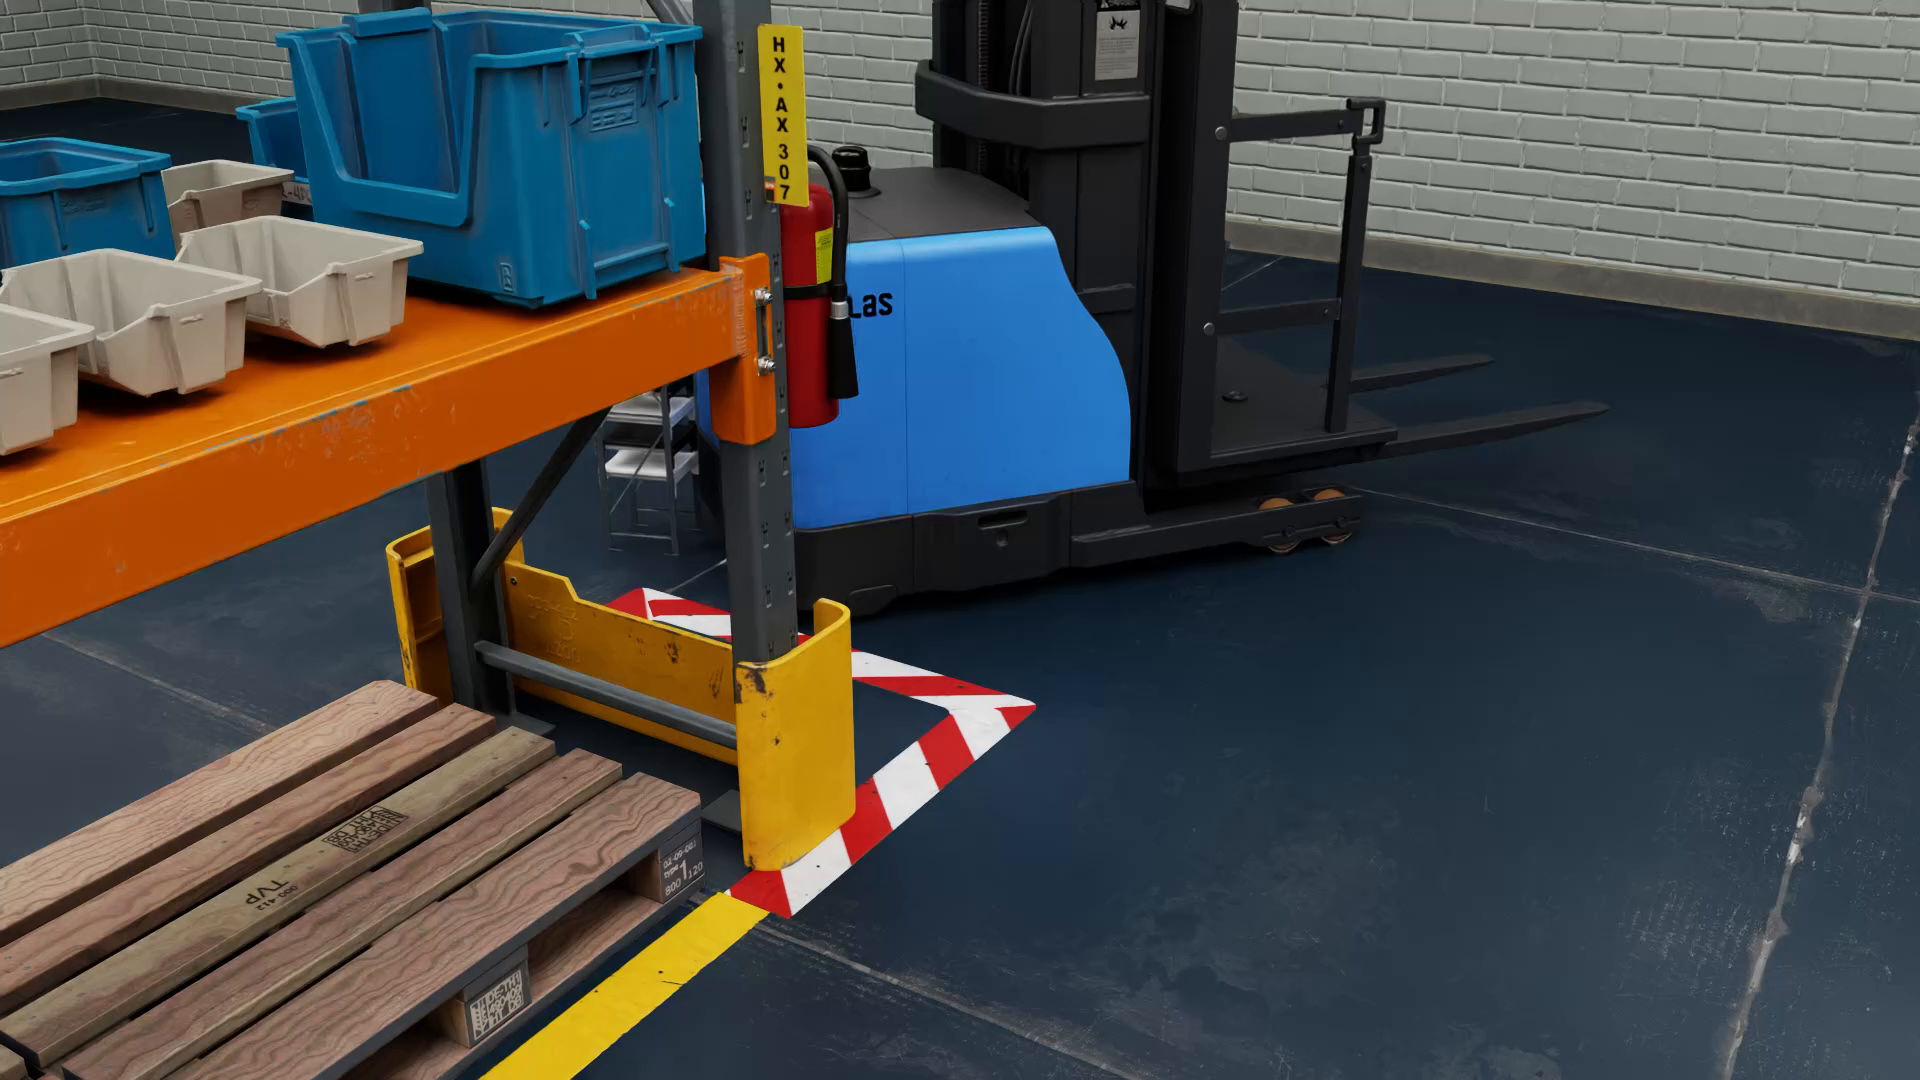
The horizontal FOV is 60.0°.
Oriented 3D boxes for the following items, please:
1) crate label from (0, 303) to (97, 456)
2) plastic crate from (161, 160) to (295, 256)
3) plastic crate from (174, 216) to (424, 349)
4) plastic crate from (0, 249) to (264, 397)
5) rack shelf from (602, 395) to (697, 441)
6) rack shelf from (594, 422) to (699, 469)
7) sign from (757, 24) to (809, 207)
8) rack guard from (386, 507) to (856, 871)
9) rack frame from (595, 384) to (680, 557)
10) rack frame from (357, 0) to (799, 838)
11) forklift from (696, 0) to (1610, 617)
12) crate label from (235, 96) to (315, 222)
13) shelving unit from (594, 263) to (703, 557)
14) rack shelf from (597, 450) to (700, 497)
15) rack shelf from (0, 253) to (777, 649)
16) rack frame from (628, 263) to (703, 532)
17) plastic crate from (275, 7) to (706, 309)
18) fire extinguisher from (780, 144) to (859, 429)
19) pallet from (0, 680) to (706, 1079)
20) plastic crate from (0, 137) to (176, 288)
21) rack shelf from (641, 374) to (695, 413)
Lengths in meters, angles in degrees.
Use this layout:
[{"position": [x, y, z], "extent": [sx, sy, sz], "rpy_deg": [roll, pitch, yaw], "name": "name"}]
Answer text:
[{"position": [-1.370, -0.219, 2.237], "extent": [0.396, 0.136, 0.243], "rpy_deg": [14, 27, 29], "name": "crate label"}, {"position": [-1.452, -0.621, 3.165], "extent": [0.250, 0.136, 0.298], "rpy_deg": [14, 27, 29], "name": "plastic crate"}, {"position": [-1.079, -0.413, 2.685], "extent": [0.396, 0.136, 0.243], "rpy_deg": [14, 27, 29], "name": "plastic crate"}, {"position": [-1.244, -0.318, 2.466], "extent": [0.396, 0.136, 0.243], "rpy_deg": [14, 27, 29], "name": "plastic crate"}, {"position": [-0.961, -0.380, 5.079], "extent": [0.258, 0.077, 0.200], "rpy_deg": [5, 24, 11], "name": "rack shelf"}, {"position": [-0.961, -0.297, 5.114], "extent": [0.258, 0.077, 0.200], "rpy_deg": [5, 24, 11], "name": "rack shelf"}, {"position": [-0.327, -0.785, 3.082], "extent": [0.100, 0.325, 0.005], "rpy_deg": [14, 27, 29], "name": "sign"}, {"position": [-0.801, 0.317, 3.889], "extent": [1.175, 0.500, 0.348], "rpy_deg": [14, 27, 29], "name": "rack guard"}, {"position": [-0.983, -0.371, 4.974], "extent": [0.240, 0.900, 0.006], "rpy_deg": [5, 24, 11], "name": "rack frame"}, {"position": [-0.803, -0.820, 3.368], "extent": [1.000, 3.000, 0.127], "rpy_deg": [14, 27, 29], "name": "rack frame"}, {"position": [0.720, -1.490, 5.002], "extent": [3.031, 2.935, 1.130], "rpy_deg": [-9, 25, -20], "name": "forklift"}, {"position": [-1.213, -0.756, 3.356], "extent": [0.416, 0.233, 0.303], "rpy_deg": [14, 27, 29], "name": "crate label"}, {"position": [-0.961, -0.410, 5.065], "extent": [0.258, 0.900, 0.210], "rpy_deg": [5, 24, 11], "name": "shelving unit"}, {"position": [-0.961, -0.215, 5.150], "extent": [0.258, 0.077, 0.200], "rpy_deg": [5, 24, 11], "name": "rack shelf"}, {"position": [-1.858, 0.186, 1.951], "extent": [1.077, 0.370, 4.000], "rpy_deg": [14, 27, 29], "name": "rack shelf"}, {"position": [-0.940, -0.450, 5.157], "extent": [0.240, 0.900, 0.006], "rpy_deg": [5, 24, 11], "name": "rack frame"}, {"position": [-0.821, -0.711, 2.997], "extent": [0.616, 0.435, 0.499], "rpy_deg": [14, 27, 29], "name": "plastic crate"}, {"position": [-0.337, -0.569, 3.355], "extent": [0.296, 0.674, 0.183], "rpy_deg": [14, 27, 29], "name": "fire extinguisher"}, {"position": [-1.271, 0.730, 3.297], "extent": [1.003, 0.211, 1.213], "rpy_deg": [14, 27, 29], "name": "pallet"}, {"position": [-1.560, -0.534, 2.843], "extent": [0.416, 0.233, 0.300], "rpy_deg": [14, 27, 29], "name": "plastic crate"}, {"position": [-0.961, -0.462, 5.043], "extent": [0.258, 0.077, 0.200], "rpy_deg": [5, 24, 11], "name": "rack shelf"}]
